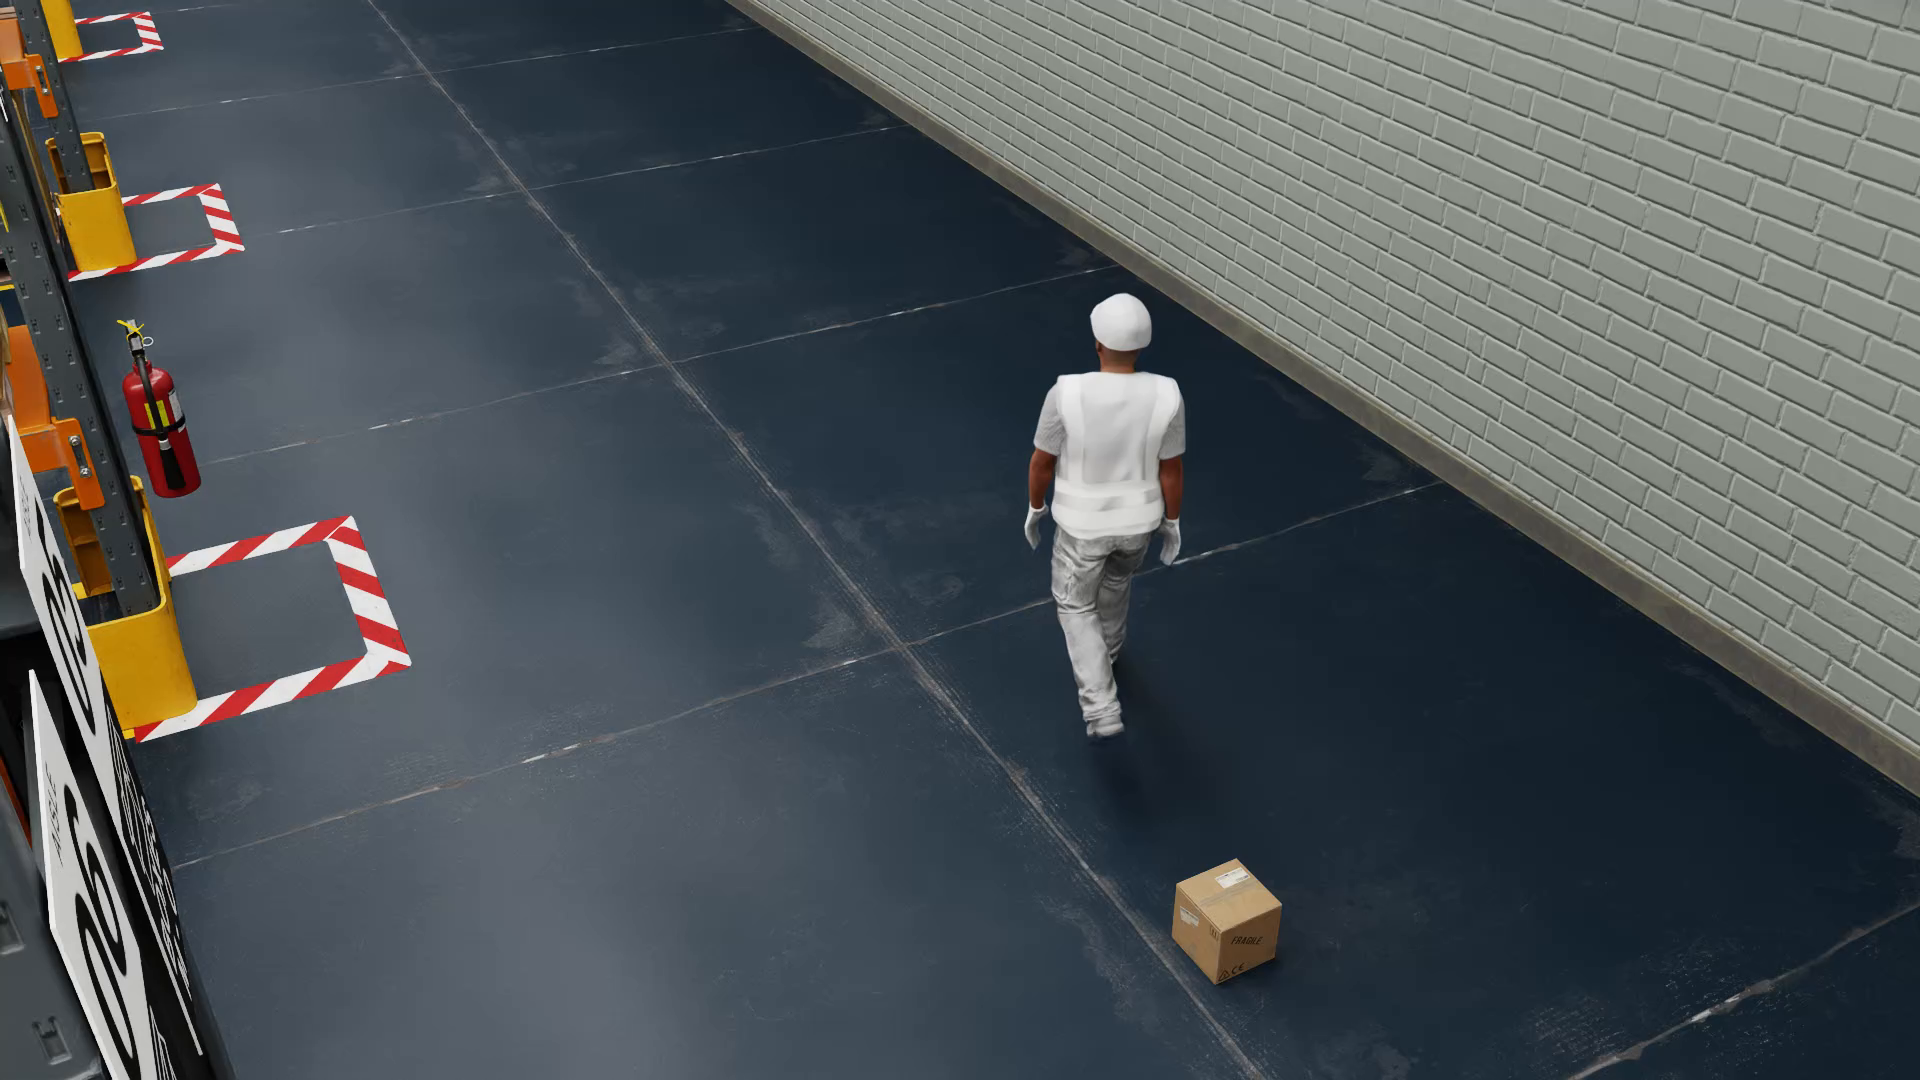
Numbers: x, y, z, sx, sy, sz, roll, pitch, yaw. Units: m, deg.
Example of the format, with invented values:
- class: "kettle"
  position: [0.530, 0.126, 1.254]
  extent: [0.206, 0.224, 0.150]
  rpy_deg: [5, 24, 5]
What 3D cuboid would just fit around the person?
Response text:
- class: "person"
  position: [0.537, -0.380, 6.087]
  extent: [0.574, 1.087, 0.366]
  rpy_deg: [-5, 33, -7]
